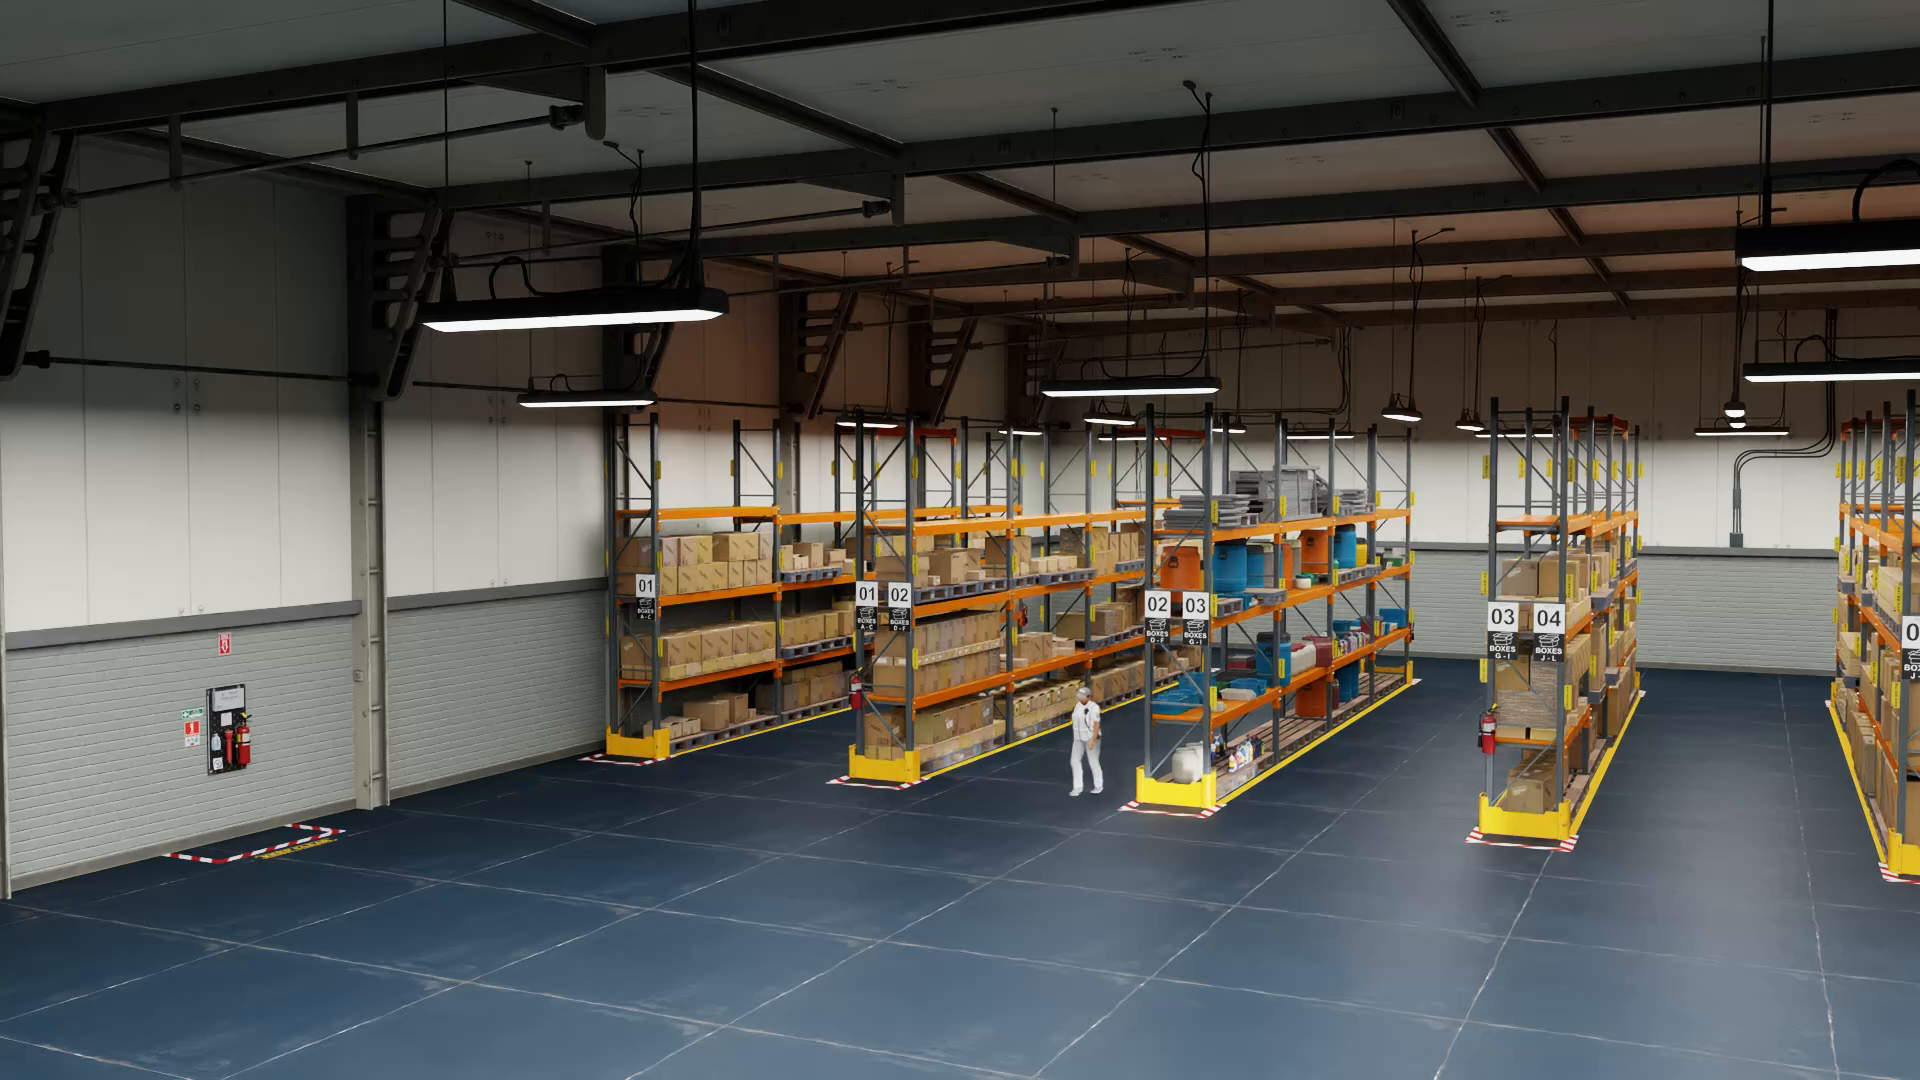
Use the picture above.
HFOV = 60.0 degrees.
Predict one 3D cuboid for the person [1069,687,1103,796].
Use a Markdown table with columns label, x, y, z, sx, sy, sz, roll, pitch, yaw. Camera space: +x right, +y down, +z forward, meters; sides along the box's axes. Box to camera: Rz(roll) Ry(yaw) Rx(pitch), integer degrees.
| label | x | y | z | sx | sy | sz | roll | pitch | yaw |
| --- | --- | --- | --- | --- | --- | --- | --- | --- | --- |
| person | 1.963 | 3.109 | 25.665 | 0.525 | 1.699 | 0.594 | 2 | 3 | 45 |
